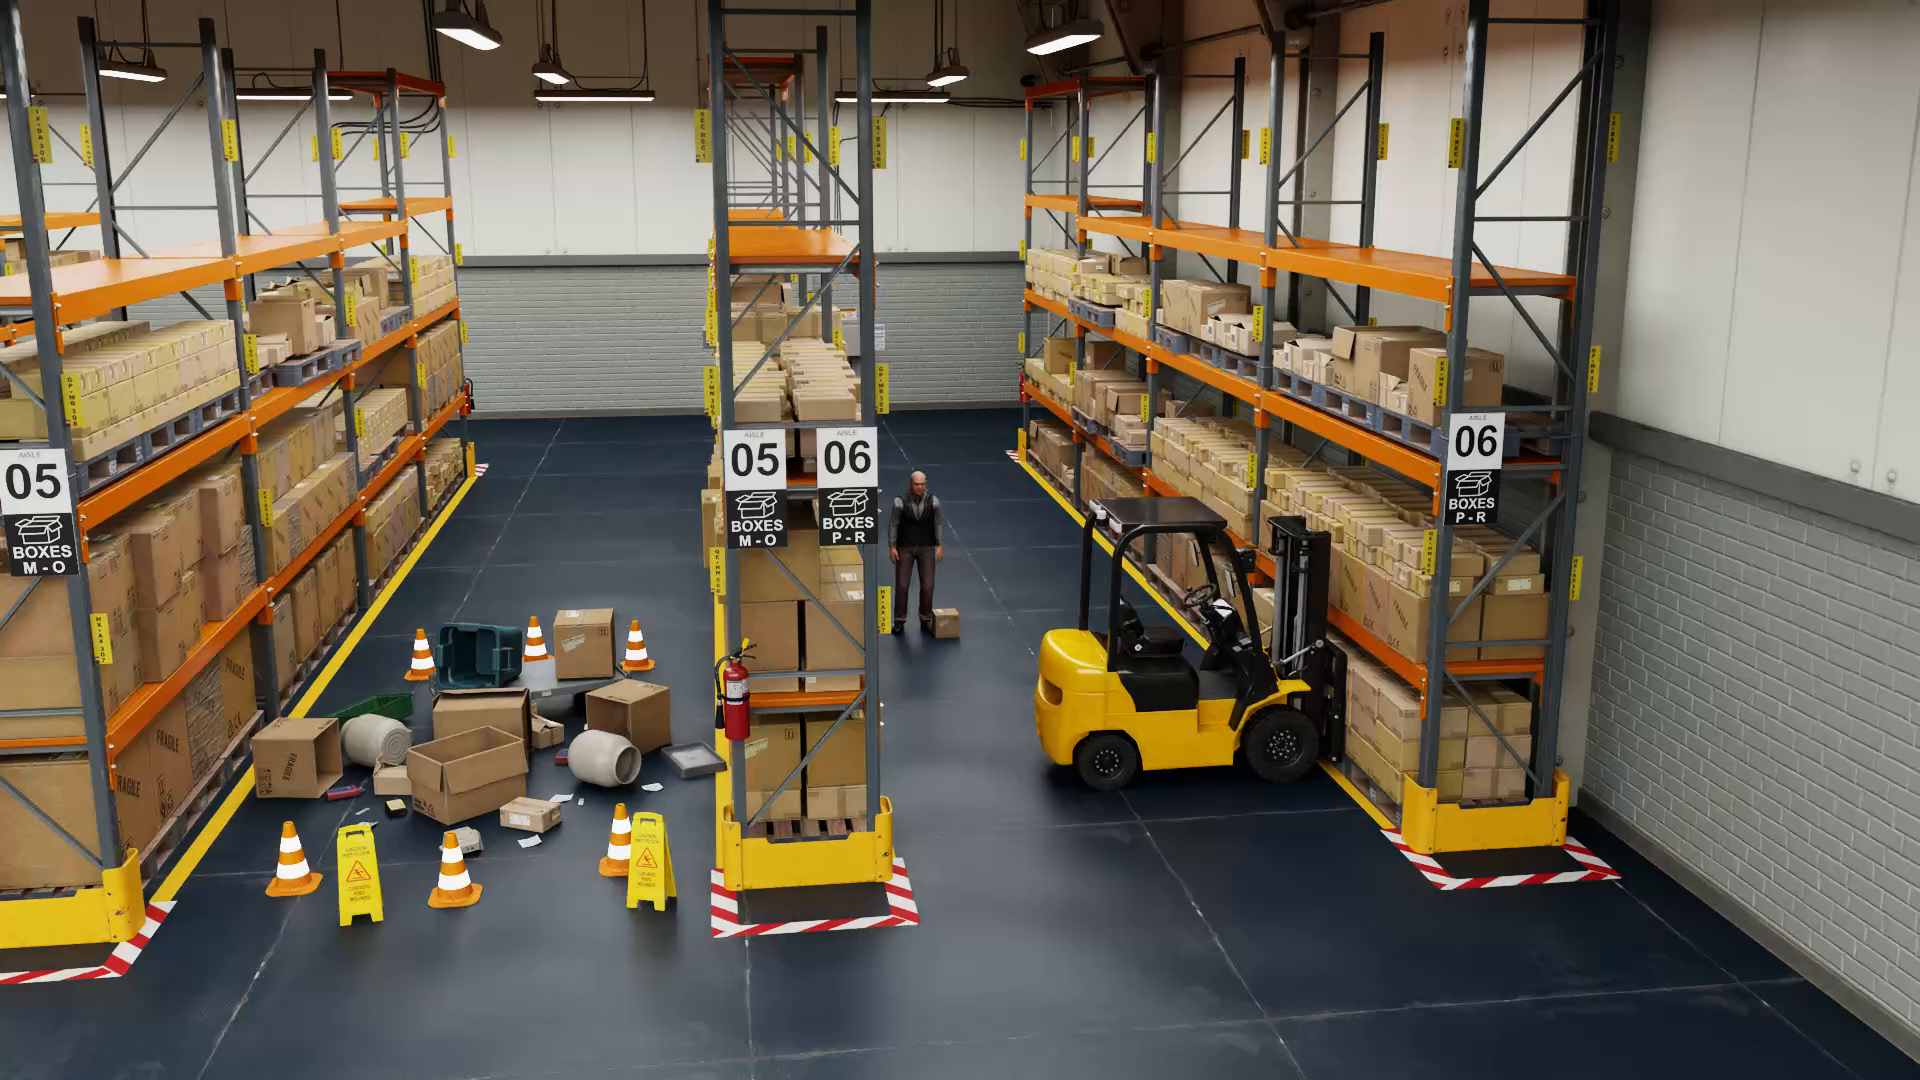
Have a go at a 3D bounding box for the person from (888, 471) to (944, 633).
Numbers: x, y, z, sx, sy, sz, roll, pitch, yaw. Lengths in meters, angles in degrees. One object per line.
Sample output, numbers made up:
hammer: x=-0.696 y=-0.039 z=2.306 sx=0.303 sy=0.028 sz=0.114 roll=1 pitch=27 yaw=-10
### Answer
person: x=-0.467 y=0.109 z=17.565 sx=0.587 sy=1.721 sz=0.412 roll=-2 pitch=13 yaw=-9
